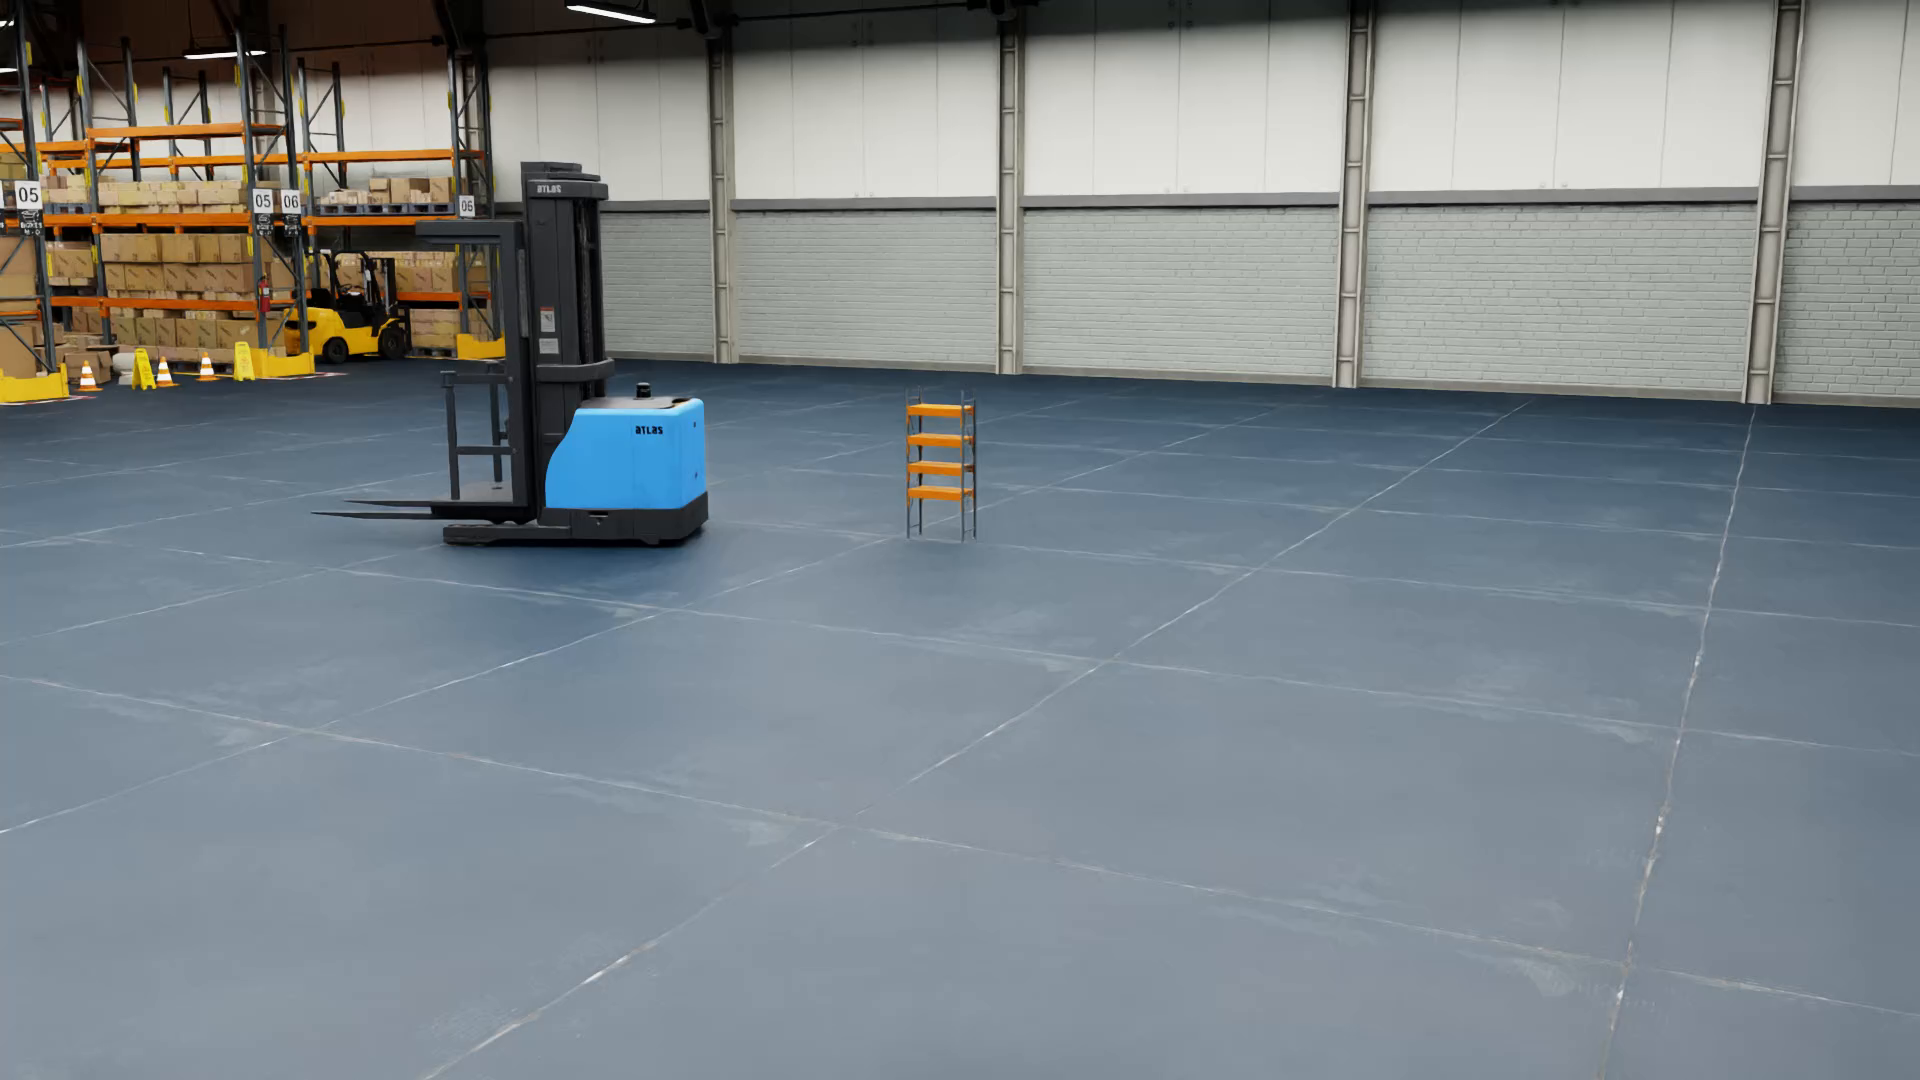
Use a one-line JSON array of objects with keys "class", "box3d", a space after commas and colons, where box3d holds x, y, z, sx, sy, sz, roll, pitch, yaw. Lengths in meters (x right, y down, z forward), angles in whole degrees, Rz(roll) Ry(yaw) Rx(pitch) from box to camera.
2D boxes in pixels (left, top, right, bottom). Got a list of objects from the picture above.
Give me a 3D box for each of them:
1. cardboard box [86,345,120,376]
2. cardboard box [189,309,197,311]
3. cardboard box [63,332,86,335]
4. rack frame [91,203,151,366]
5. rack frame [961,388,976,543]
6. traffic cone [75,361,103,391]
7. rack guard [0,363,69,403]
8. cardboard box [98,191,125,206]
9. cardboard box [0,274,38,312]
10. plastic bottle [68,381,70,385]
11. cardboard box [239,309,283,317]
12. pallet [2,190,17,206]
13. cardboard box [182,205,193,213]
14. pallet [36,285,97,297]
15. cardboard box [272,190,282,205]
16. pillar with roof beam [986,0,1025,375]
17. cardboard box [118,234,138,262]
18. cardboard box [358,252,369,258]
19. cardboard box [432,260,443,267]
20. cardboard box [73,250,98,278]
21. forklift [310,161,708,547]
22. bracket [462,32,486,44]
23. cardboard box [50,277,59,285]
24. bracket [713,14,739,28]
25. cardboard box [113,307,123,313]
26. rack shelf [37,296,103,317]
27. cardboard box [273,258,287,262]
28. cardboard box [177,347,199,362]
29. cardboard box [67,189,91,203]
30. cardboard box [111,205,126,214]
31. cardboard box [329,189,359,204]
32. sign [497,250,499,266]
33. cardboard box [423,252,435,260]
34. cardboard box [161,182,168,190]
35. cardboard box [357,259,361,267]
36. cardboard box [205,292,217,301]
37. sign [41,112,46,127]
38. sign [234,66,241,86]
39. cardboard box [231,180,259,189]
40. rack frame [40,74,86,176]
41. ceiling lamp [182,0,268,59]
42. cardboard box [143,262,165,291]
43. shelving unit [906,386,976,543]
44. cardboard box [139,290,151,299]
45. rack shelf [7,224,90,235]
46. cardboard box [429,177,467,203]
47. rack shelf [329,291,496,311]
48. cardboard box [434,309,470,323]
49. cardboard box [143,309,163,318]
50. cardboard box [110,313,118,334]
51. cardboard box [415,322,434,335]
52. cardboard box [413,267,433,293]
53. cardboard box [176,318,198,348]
[{"class": "cardboard box", "box3d": [-15.083, -3.164, 29.302, 0.500, 0.500, 0.500, -4, 11, -23]}, {"class": "cardboard box", "box3d": [-17.166, -5.190, 37.500, 0.250, 0.149, 0.380, 6, 12, 29]}, {"class": "cardboard box", "box3d": [-17.184, -3.760, 31.781, 0.625, 0.372, 0.950, 5, 12, 28]}, {"class": "rack frame", "box3d": [-15.442, -4.695, 30.747, 0.127, 3.000, 1.000, 5, 11, 26]}, {"class": "rack frame", "box3d": [0.070, -0.584, 13.089, 0.015, 1.200, 0.240, 5, 11, 26]}, {"class": "traffic cone", "box3d": [-13.802, -2.601, 26.303, 0.334, 0.463, 0.336, 5, 11, 26]}, {"class": "rack guard", "box3d": [-13.933, -2.349, 24.805, 0.348, 0.500, 1.175, 5, 11, 26]}, {"class": "cardboard box", "box3d": [-15.168, -6.165, 30.033, 0.500, 0.250, 0.500, 5, 11, 25]}, {"class": "cardboard box", "box3d": [-14.307, -3.677, 24.701, 0.550, 0.550, 0.875, 5, 11, 26]}, {"class": "plastic bottle", "box3d": [-14.775, -2.577, 27.296, 0.283, 0.061, 0.133, 1, 10, 6]}, {"class": "cardboard box", "box3d": [-15.089, -4.686, 36.190, 0.625, 0.625, 0.875, 5, 11, 23]}, {"class": "pallet", "box3d": [-14.624, -5.070, 24.648, 1.213, 0.211, 1.003, 5, 11, 26]}, {"class": "cardboard box", "box3d": [-13.434, -5.821, 29.251, 0.250, 0.149, 0.380, 5, 11, 24]}, {"class": "pallet", "box3d": [-17.236, -4.766, 31.680, 1.213, 0.211, 1.003, 5, 11, 26]}, {"class": "cardboard box", "box3d": [-12.188, -6.010, 29.179, 0.500, 0.250, 0.500, 5, 11, 25]}, {"class": "pillar with roof beam", "box3d": [-1.031, -6.690, 24.928, 0.548, 9.000, 9.100, 5, 11, 26]}, {"class": "cardboard box", "box3d": [-14.695, -5.269, 29.998, 0.500, 0.500, 0.700, 5, 11, 26]}, {"class": "cardboard box", "box3d": [-12.157, -5.852, 34.206, 0.250, 0.149, 0.380, 5, 11, 25]}, {"class": "cardboard box", "box3d": [-10.339, -5.539, 33.309, 0.250, 0.149, 0.380, 5, 12, 27]}, {"class": "cardboard box", "box3d": [-15.958, -5.097, 30.673, 0.500, 0.500, 0.500, 5, 11, 25]}, {"class": "forklift", "box3d": [-3.623, -1.483, 13.197, 3.031, 2.935, 1.130, 1, 10, 4]}, {"class": "bracket", "box3d": [-9.672, -10.005, 33.137, 0.430, 0.232, 0.235, 5, 11, 26]}, {"class": "cardboard box", "box3d": [-16.731, -4.832, 31.031, 0.250, 0.149, 0.380, 5, 11, 26]}, {"class": "bracket", "box3d": [-4.292, -9.532, 30.524, 0.430, 0.232, 0.235, 5, 11, 26]}, {"class": "cardboard box", "box3d": [-19.020, -5.250, 37.835, 0.250, 0.149, 0.380, 5, 12, 28]}, {"class": "rack shelf", "box3d": [-17.235, -4.498, 31.682, 4.000, 0.370, 1.077, 5, 11, 26]}, {"class": "cardboard box", "box3d": [-14.384, -5.892, 35.262, 0.250, 0.149, 0.380, 5, 11, 24]}, {"class": "cardboard box", "box3d": [-13.631, -3.336, 29.783, 0.500, 0.250, 0.500, 5, 11, 24]}, {"class": "cardboard box", "box3d": [-16.030, -6.326, 30.582, 0.500, 0.250, 0.500, 5, 11, 25]}, {"class": "cardboard box", "box3d": [-15.062, -5.953, 29.984, 0.250, 0.149, 0.380, 5, 11, 26]}, {"class": "cardboard box", "box3d": [-12.611, -7.071, 34.246, 0.500, 0.311, 0.500, 5, 12, 27]}, {"class": "sign", "box3d": [-9.411, -5.726, 33.790, 0.005, 0.325, 0.100, 5, 11, 26]}, {"class": "cardboard box", "box3d": [-10.558, -5.713, 33.434, 0.250, 0.149, 0.380, 5, 12, 27]}, {"class": "cardboard box", "box3d": [-13.873, -6.253, 29.402, 0.250, 0.149, 0.380, 5, 12, 27]}, {"class": "cardboard box", "box3d": [-12.177, -5.700, 34.202, 0.250, 0.149, 0.380, 5, 11, 25]}, {"class": "cardboard box", "box3d": [-13.026, -4.292, 29.230, 0.250, 0.149, 0.380, 5, 12, 27]}, {"class": "sign", "box3d": [-20.680, -9.483, 37.516, 0.005, 0.325, 0.100, 5, 11, 26]}, {"class": "sign", "box3d": [-12.119, -7.782, 27.893, 0.005, 0.325, 0.100, 5, 11, 26]}, {"class": "cardboard box", "box3d": [-12.289, -6.104, 28.576, 0.250, 0.149, 0.380, 5, 11, 26]}, {"class": "rack frame", "box3d": [-20.423, -9.070, 38.077, 0.127, 3.000, 1.000, 5, 11, 26]}, {"class": "ceiling lamp", "box3d": [-14.097, -10.950, 32.075, 2.000, 3.185, 0.800, 5, 11, 26]}, {"class": "cardboard box", "box3d": [-14.266, -4.733, 29.846, 0.500, 0.500, 0.500, 5, 11, 25]}, {"class": "shelving unit", "box3d": [-0.148, -0.603, 13.195, 0.503, 1.200, 0.258, 5, 11, 26]}, {"class": "cardboard box", "box3d": [-14.594, -4.442, 30.058, 0.250, 0.149, 0.380, 5, 12, 28]}, {"class": "rack shelf", "box3d": [-22.217, -7.398, 39.279, 4.000, 0.370, 1.077, 5, 11, 26]}, {"class": "cardboard box", "box3d": [-10.167, -6.949, 33.042, 0.500, 0.500, 0.500, 5, 12, 28]}, {"class": "rack shelf", "box3d": [-11.455, -4.976, 34.322, 4.000, 0.370, 1.077, 5, 11, 26]}, {"class": "cardboard box", "box3d": [-10.213, -4.505, 33.431, 0.500, 0.250, 0.500, 5, 12, 28]}, {"class": "cardboard box", "box3d": [-14.485, -4.087, 30.005, 0.250, 0.149, 0.380, 6, 12, 28]}, {"class": "cardboard box", "box3d": [-19.161, -4.940, 37.943, 0.500, 0.500, 0.500, 5, 11, 24]}, {"class": "cardboard box", "box3d": [-10.682, -4.302, 33.714, 0.500, 0.250, 0.500, 5, 11, 25]}, {"class": "cardboard box", "box3d": [-10.680, -5.261, 33.595, 0.500, 0.500, 0.500, 5, 12, 28]}, {"class": "cardboard box", "box3d": [-13.608, -3.705, 29.715, 0.500, 0.500, 0.500, 5, 11, 24]}]
